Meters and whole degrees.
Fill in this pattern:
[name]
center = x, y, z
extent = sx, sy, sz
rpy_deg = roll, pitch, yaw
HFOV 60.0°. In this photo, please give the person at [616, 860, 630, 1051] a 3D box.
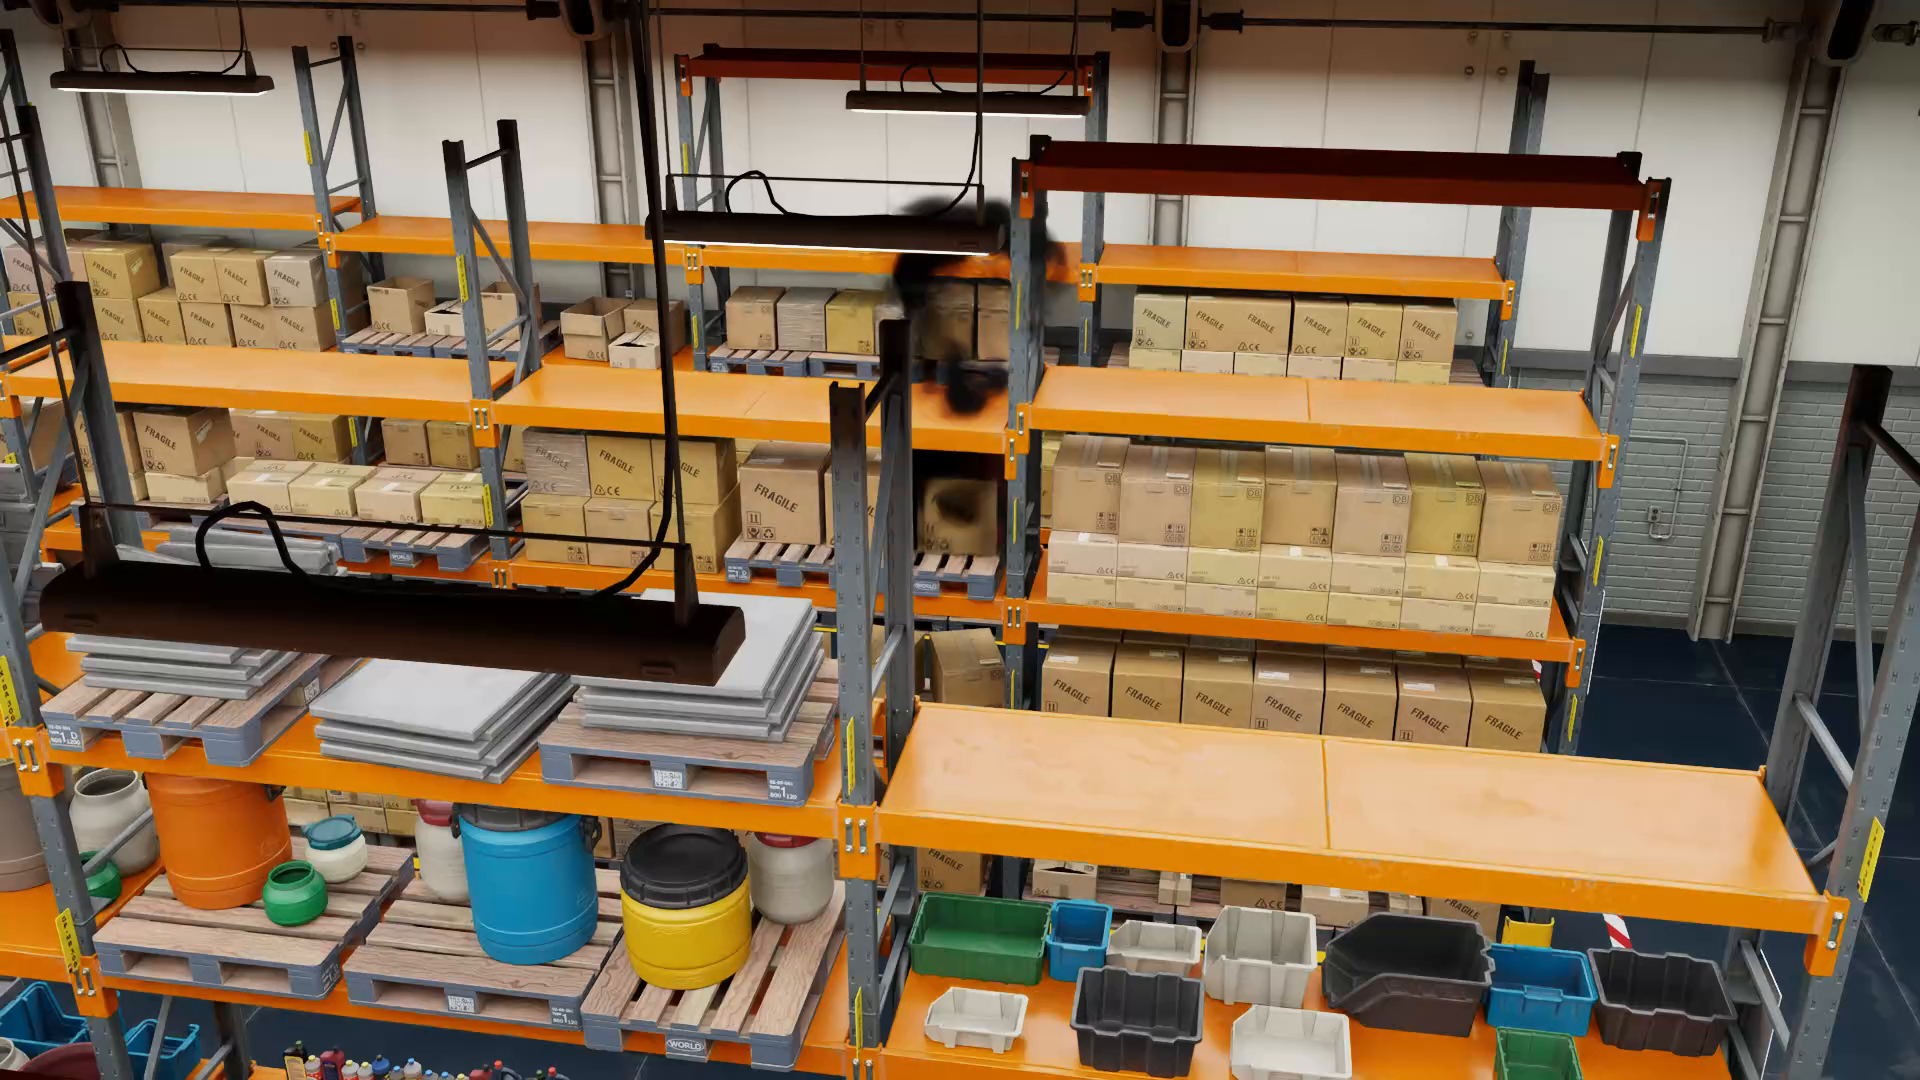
[person]
center = -2.181, 2.878, 11.543
extent = 0.560, 1.601, 0.595
rpy_deg = 0, 23, 1
